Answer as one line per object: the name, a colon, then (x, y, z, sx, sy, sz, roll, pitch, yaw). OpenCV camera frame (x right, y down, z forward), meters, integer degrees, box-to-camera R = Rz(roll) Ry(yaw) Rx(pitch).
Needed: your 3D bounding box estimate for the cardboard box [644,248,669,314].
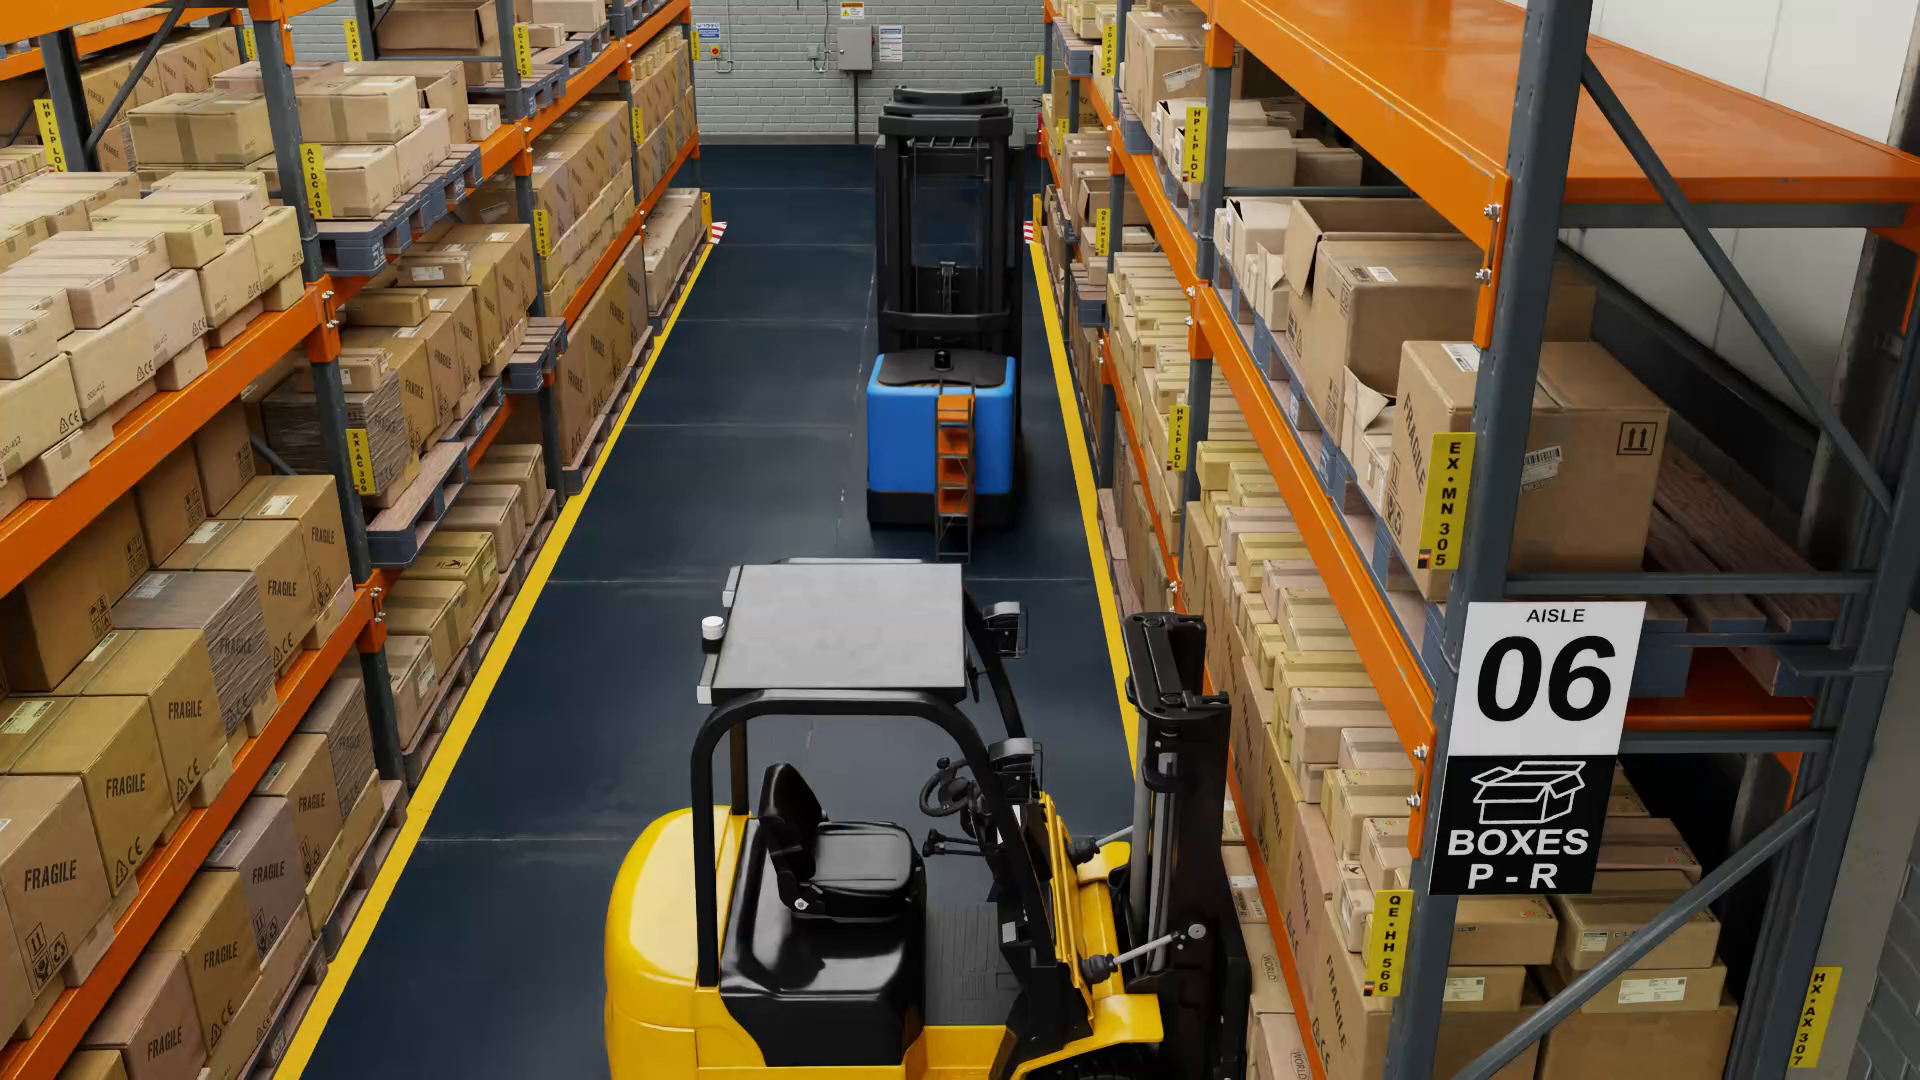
cardboard box: (-3.373, -2.551, 16.349, 0.875, 0.438, 0.875, -1, 24, -1)

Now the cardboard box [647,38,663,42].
cardboard box: (-3.306, -5.143, 17.359, 0.380, 0.149, 0.250, 0, 24, -1)

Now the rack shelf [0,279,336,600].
rack shelf: (-3.365, -0.186, 5.754, 1.077, 0.370, 4.000, 0, 24, -1)

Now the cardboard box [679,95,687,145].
cardboard box: (-3.257, -4.557, 18.064, 0.500, 0.500, 0.500, -1, 24, -2)

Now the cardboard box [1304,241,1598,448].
cardboard box: (1.461, -0.600, 5.043, 0.700, 0.500, 0.500, 0, 24, 0)

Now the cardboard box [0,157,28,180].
cardboard box: (-8.218, -3.170, 14.192, 0.380, 0.149, 0.250, -1, 24, -2)

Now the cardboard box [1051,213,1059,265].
cardboard box: (1.234, -3.169, 17.640, 0.500, 0.500, 0.500, 0, 24, 0)

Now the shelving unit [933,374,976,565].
shelving unit: (-0.033, -0.479, 11.353, 0.258, 1.200, 0.503, 1, 24, 3)

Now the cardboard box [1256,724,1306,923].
cardboard box: (1.350, 0.981, 5.819, 0.500, 0.500, 0.500, -1, 24, -2)

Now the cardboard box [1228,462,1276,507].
cardboard box: (1.395, -0.231, 7.352, 0.380, 0.149, 0.250, 0, 24, 0)

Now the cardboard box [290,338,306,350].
cardboard box: (-3.638, -1.112, 8.790, 0.380, 0.149, 0.250, -1, 24, -2)

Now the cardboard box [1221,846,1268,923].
cardboard box: (1.279, 1.444, 6.531, 0.500, 0.250, 0.500, -1, 24, -2)

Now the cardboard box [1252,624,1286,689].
cardboard box: (1.314, 0.434, 6.242, 0.380, 0.149, 0.250, -1, 24, -2)

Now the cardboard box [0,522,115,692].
cardboard box: (-3.540, 0.207, 5.957, 0.700, 0.500, 0.500, 0, 24, -1)

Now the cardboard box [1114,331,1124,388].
cardboard box: (1.294, -1.184, 10.909, 0.500, 0.250, 0.500, -1, 24, -2)

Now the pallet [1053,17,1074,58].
pallet: (1.427, -4.303, 14.213, 1.213, 0.211, 1.003, 0, 24, -1)

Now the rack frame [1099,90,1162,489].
rack frame: (1.533, -1.643, 11.743, 1.000, 3.000, 0.127, 0, 24, -1)

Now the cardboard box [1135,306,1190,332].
cardboard box: (1.267, -1.320, 10.120, 0.380, 0.149, 0.250, 0, 24, 1)

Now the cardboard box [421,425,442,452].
cardboard box: (-3.111, -0.603, 9.238, 0.380, 0.149, 0.250, 0, 24, 0)

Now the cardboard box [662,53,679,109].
cardboard box: (-3.237, -4.800, 17.389, 0.500, 0.500, 0.500, 0, 24, -1)

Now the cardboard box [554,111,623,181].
cardboard box: (-3.205, -3.372, 14.232, 0.500, 0.500, 0.500, 0, 24, 0)

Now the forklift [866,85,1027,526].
forklift: (-0.061, -2.003, 12.622, 1.130, 2.935, 3.031, 1, 24, 3)

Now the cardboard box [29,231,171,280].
cardboard box: (-3.138, -1.028, 6.080, 0.380, 0.149, 0.250, -1, 24, -2)

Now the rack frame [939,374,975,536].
rack frame: (-0.020, -0.579, 11.575, 0.240, 1.200, 0.015, 1, 24, 3)

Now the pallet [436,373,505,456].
pallet: (-3.368, -0.716, 9.927, 1.003, 0.211, 1.213, 0, 24, -1)

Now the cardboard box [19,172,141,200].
cardboard box: (-3.709, -1.455, 7.025, 0.380, 0.149, 0.250, -1, 24, -1)

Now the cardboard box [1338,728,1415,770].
cardboard box: (1.414, 0.718, 5.253, 0.380, 0.149, 0.250, 0, 24, 0)

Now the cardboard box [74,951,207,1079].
cardboard box: (-3.086, 1.838, 5.963, 0.500, 0.500, 0.500, -1, 24, -3)

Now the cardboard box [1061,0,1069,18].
cardboard box: (1.063, -4.549, 14.202, 0.380, 0.149, 0.250, 0, 24, 0)

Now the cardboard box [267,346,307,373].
cardboard box: (-3.628, -0.737, 8.748, 0.500, 0.500, 0.500, 0, 24, 0)

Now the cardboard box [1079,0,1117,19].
cardboard box: (1.130, -4.157, 12.974, 0.380, 0.149, 0.250, 0, 24, 0)

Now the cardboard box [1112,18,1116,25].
cardboard box: (1.283, -3.617, 11.805, 0.380, 0.149, 0.250, -1, 24, -2)

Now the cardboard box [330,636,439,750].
cardboard box: (-3.395, 0.819, 8.979, 0.950, 0.372, 0.625, 0, 24, 0)

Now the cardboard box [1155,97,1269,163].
cardboard box: (1.317, -2.171, 8.748, 0.500, 0.311, 0.500, -1, 24, -2)

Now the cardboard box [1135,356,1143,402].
cardboard box: (1.317, -0.986, 9.866, 0.500, 0.250, 0.500, 0, 24, 0)

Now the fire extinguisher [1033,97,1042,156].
fire extinguisher: (0.982, -4.793, 19.254, 0.296, 0.674, 0.183, 0, 24, -1)

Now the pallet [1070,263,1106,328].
pallet: (1.456, -1.835, 12.399, 1.213, 0.211, 1.003, 0, 24, -1)

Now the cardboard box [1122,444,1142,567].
cardboard box: (1.541, -0.226, 10.982, 0.875, 0.625, 0.625, 1, 24, 1)

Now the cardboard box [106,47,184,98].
cardboard box: (-8.183, -4.660, 16.718, 0.500, 0.500, 0.500, -1, 24, -2)

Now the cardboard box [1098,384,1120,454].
cardboard box: (1.314, -0.869, 12.555, 0.500, 0.500, 0.500, 0, 24, 1)

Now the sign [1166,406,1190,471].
sign: (1.034, -0.480, 7.862, 0.100, 0.325, 0.005, 0, 24, -1)

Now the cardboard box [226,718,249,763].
cardboard box: (-3.091, 0.799, 6.649, 0.380, 0.149, 0.250, -1, 24, -1)

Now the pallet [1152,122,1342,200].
pallet: (1.645, -2.184, 9.527, 1.003, 0.211, 1.213, 1, 24, 2)

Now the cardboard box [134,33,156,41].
cardboard box: (-8.715, -5.094, 17.678, 0.500, 0.500, 0.500, 0, 24, 1)

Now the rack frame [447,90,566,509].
rack frame: (-3.430, -1.619, 11.690, 1.000, 3.000, 0.127, 0, 24, -1)

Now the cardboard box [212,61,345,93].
cardboard box: (-3.553, -2.347, 8.725, 0.500, 0.250, 0.500, 0, 24, 0)

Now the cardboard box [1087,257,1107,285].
cardboard box: (1.142, -1.989, 12.303, 0.380, 0.149, 0.250, 0, 24, 0)

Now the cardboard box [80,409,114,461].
cardboard box: (-3.083, -0.354, 5.557, 0.380, 0.149, 0.250, -1, 24, -2)

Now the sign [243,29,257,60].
sign: (-7.911, -5.518, 18.521, 0.100, 0.325, 0.005, 0, 24, -1)

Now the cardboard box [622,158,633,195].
cardboard box: (-3.226, -3.246, 14.863, 0.500, 0.250, 0.500, 0, 24, -1)

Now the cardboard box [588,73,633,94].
cardboard box: (-3.218, -4.195, 15.264, 0.380, 0.149, 0.250, -1, 24, -1)

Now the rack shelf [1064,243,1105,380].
rack shelf: (1.511, -2.139, 13.713, 1.077, 0.370, 4.000, 0, 24, -1)

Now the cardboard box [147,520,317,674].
cardboard box: (-3.120, 0.242, 7.093, 0.500, 0.500, 0.500, 1, 24, 1)

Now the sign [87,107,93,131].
sign: (-7.867, -3.735, 14.963, 0.100, 0.325, 0.005, 0, 24, -1)

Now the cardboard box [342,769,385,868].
cardboard box: (-3.111, 1.333, 7.990, 0.500, 0.250, 0.500, 1, 24, 2)

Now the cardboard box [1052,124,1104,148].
cardboard box: (1.223, -4.191, 17.198, 0.500, 0.250, 0.500, -1, 24, -2)
